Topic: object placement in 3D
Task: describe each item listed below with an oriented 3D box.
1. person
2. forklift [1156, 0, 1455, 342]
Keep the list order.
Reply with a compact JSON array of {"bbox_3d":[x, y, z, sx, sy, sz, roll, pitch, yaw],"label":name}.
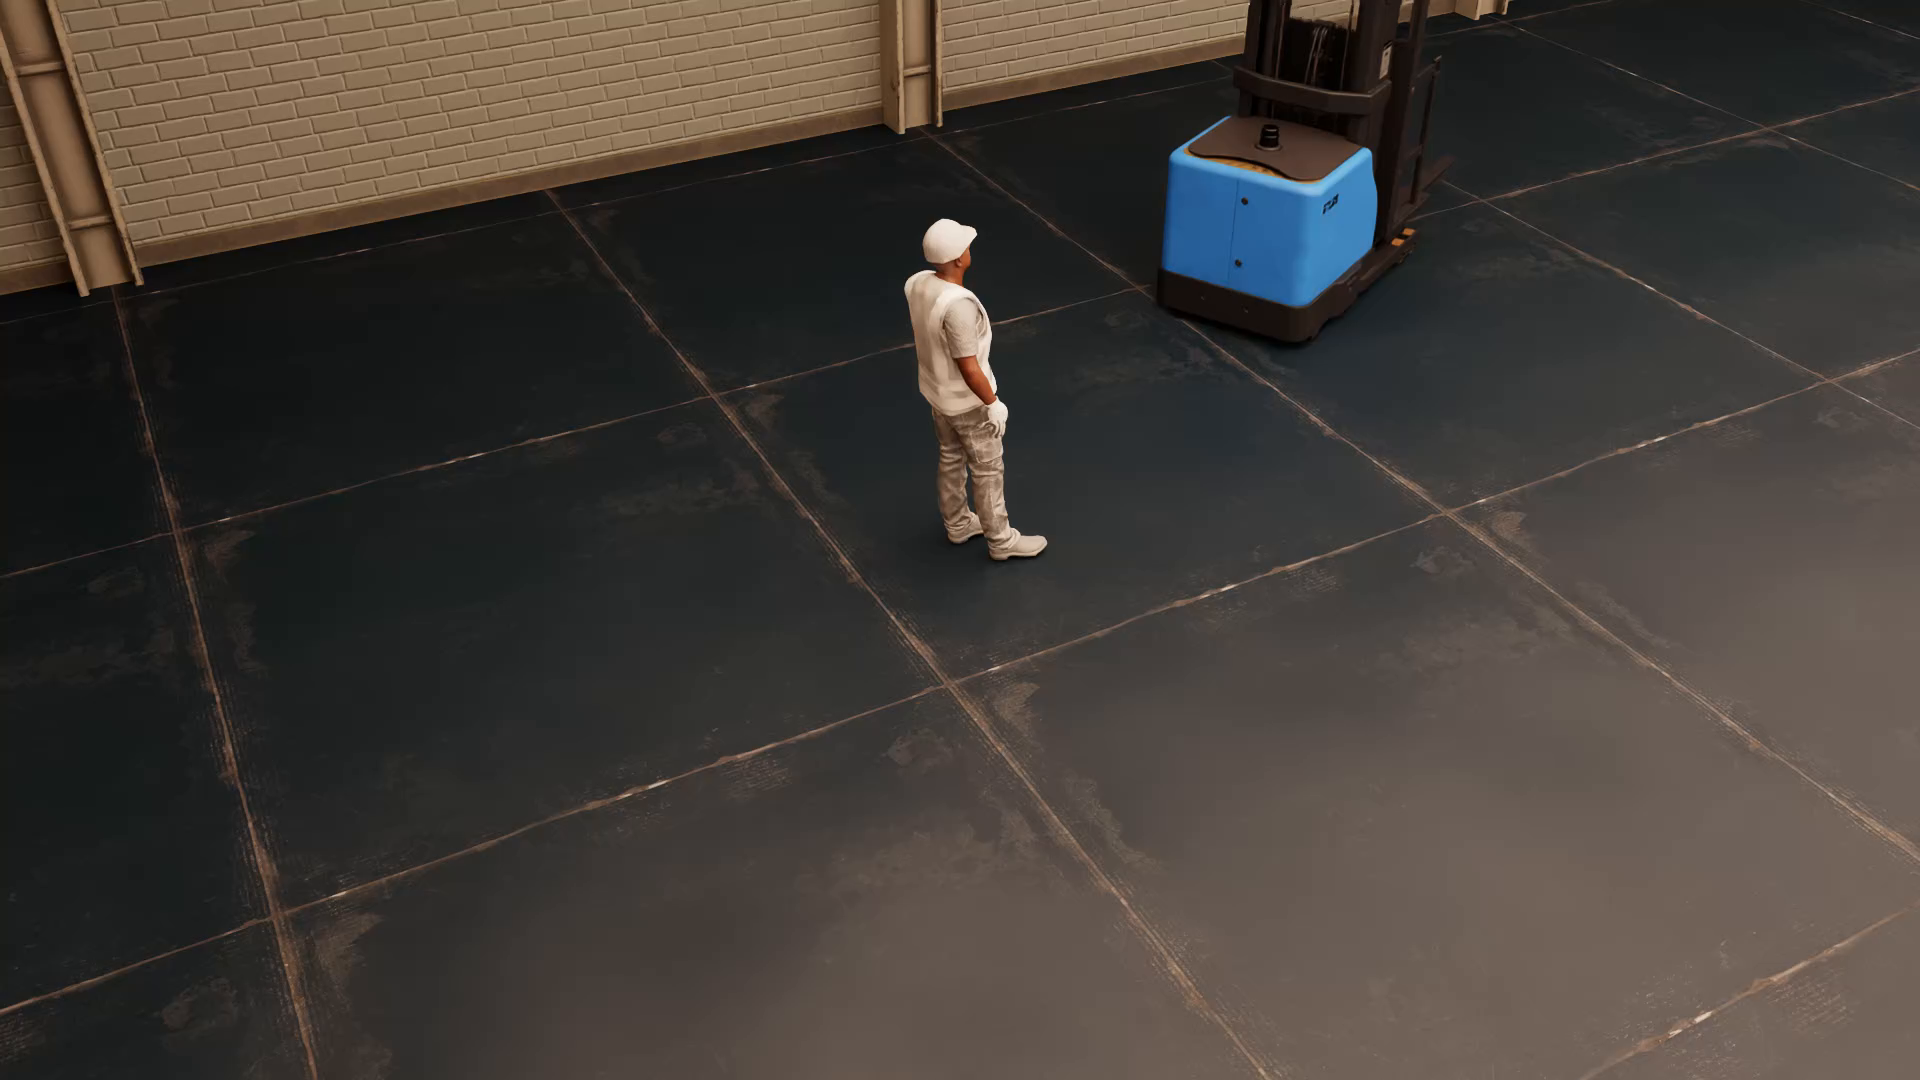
[{"bbox_3d":[0.068,-0.749,8.164,0.577,1.782,0.656,-17,39,-23],"label":"person"},{"bbox_3d":[2.515,-3.225,10.685,1.130,2.935,3.031,22,41,28],"label":"forklift"}]
